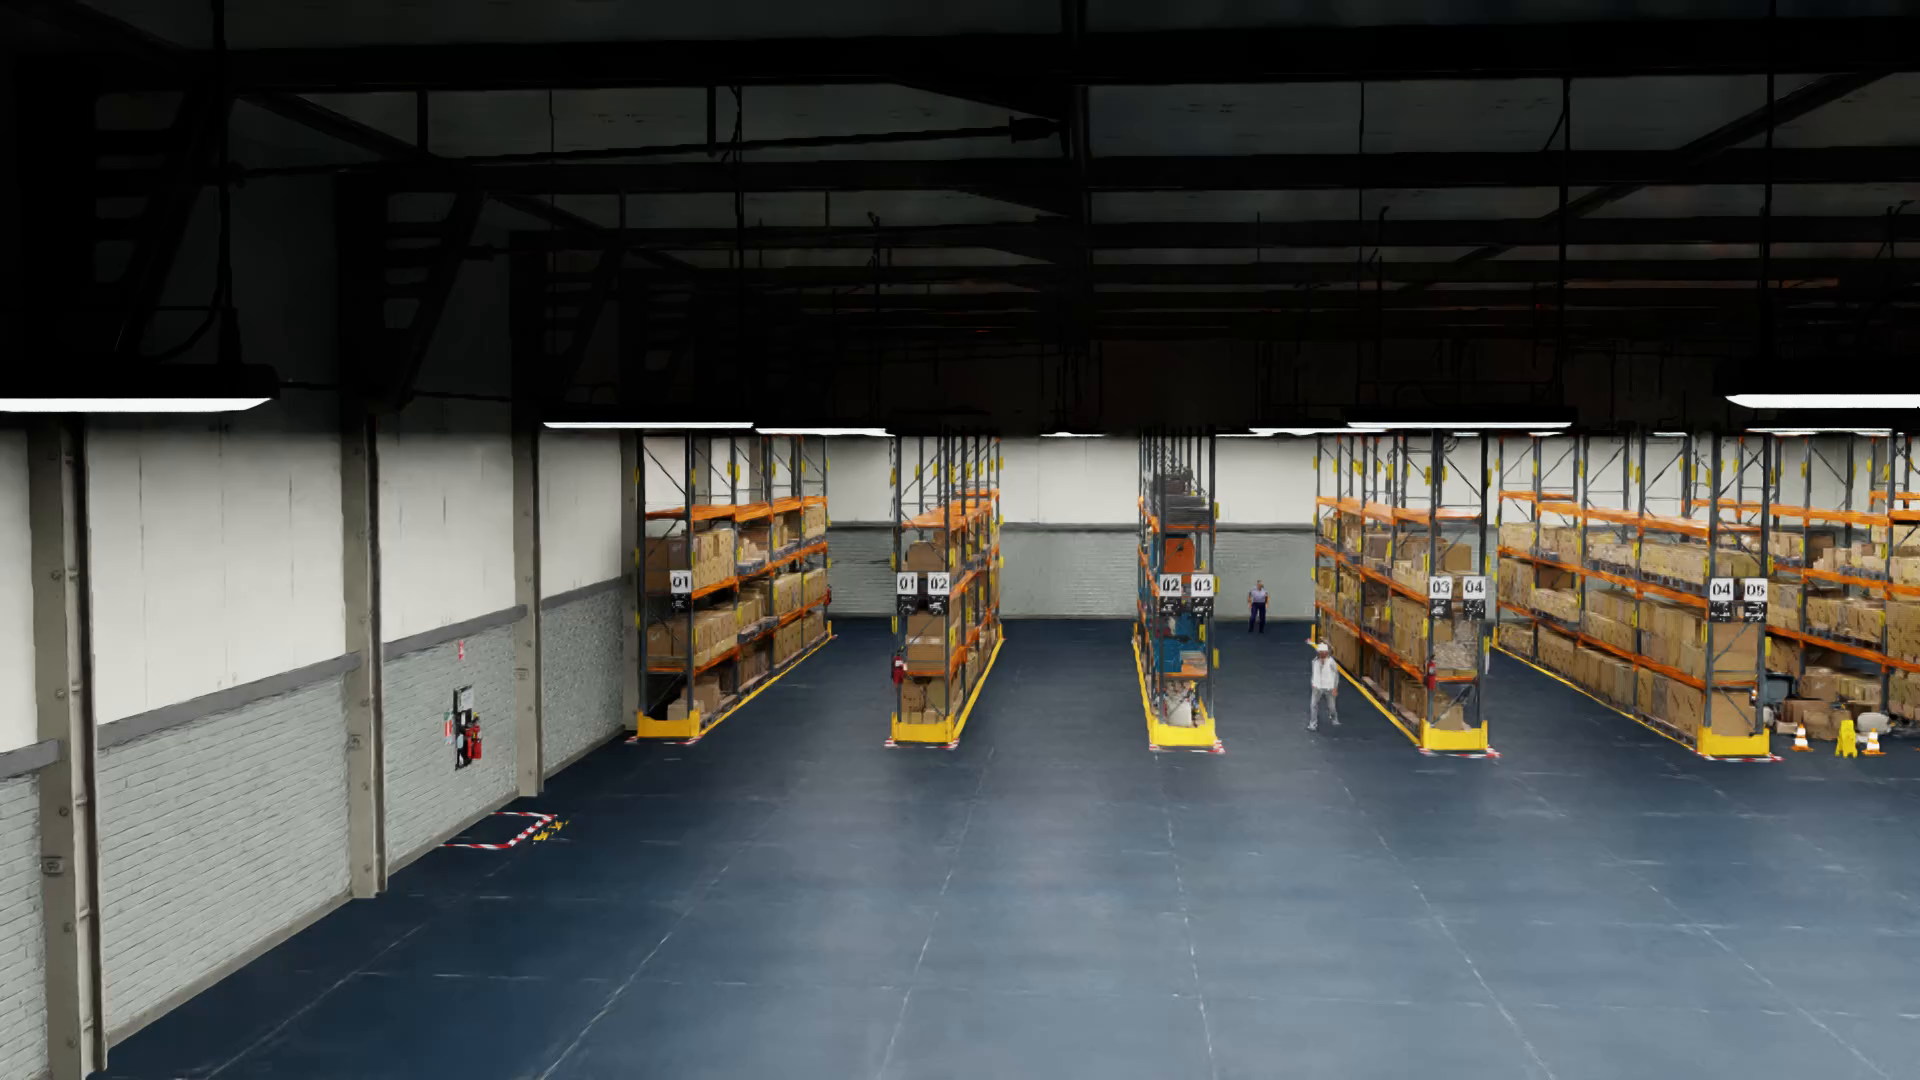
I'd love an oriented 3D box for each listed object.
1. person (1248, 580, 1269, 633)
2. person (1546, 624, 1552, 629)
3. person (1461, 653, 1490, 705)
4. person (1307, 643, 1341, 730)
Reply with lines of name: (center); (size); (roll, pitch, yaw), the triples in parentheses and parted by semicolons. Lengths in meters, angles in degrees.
person: (8.782, 1.955, 48.978); (0.625, 1.596, 0.517); (0, 3, 3)
person: (17.579, 1.893, 49.474); (0.556, 1.653, 0.583); (3, 5, 42)
person: (11.041, 2.745, 35.651); (0.639, 1.632, 0.498); (0, 3, 2)
person: (7.187, 2.874, 32.783); (0.574, 1.724, 0.958); (2, 4, 26)
